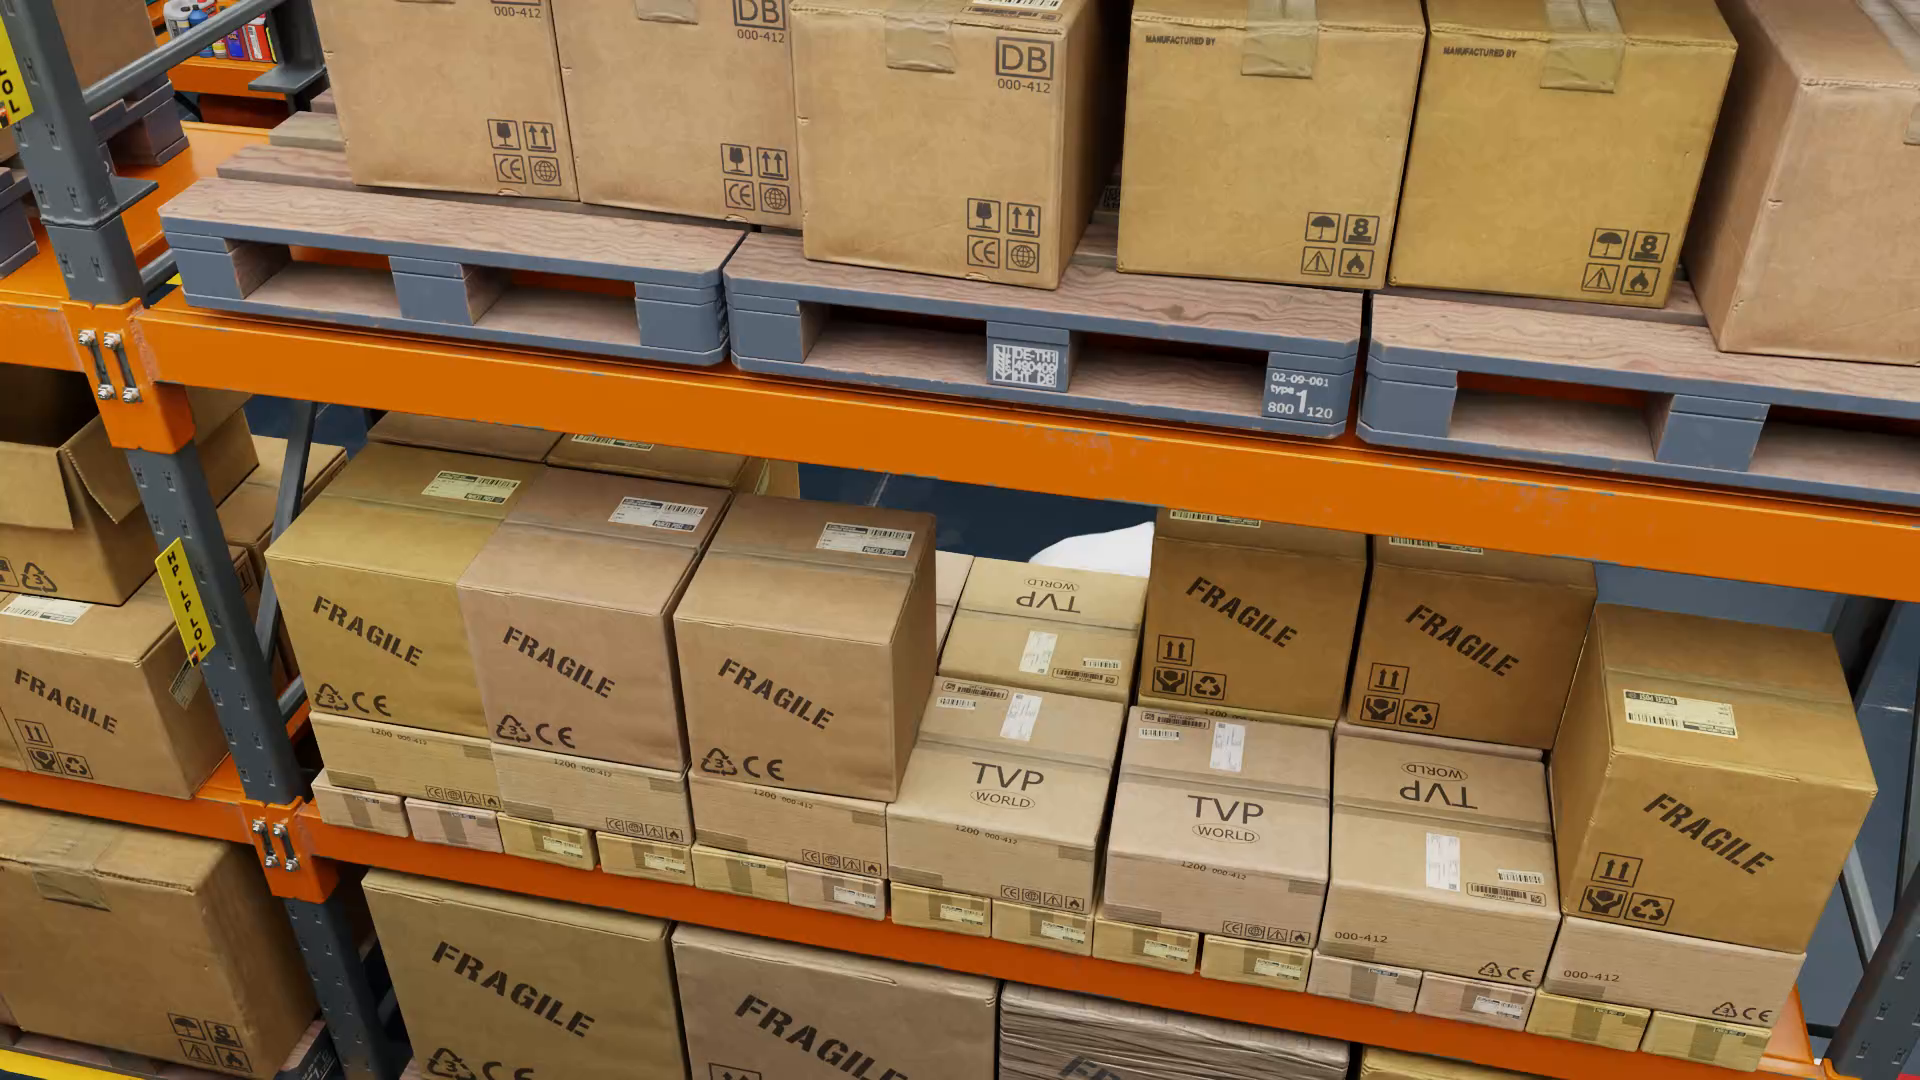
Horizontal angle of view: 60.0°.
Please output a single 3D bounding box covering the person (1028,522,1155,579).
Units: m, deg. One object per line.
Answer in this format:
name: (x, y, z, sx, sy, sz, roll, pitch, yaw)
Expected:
person: (0.622, 0.467, 5.940, 0.909, 1.285, 0.562, 6, 37, 8)
